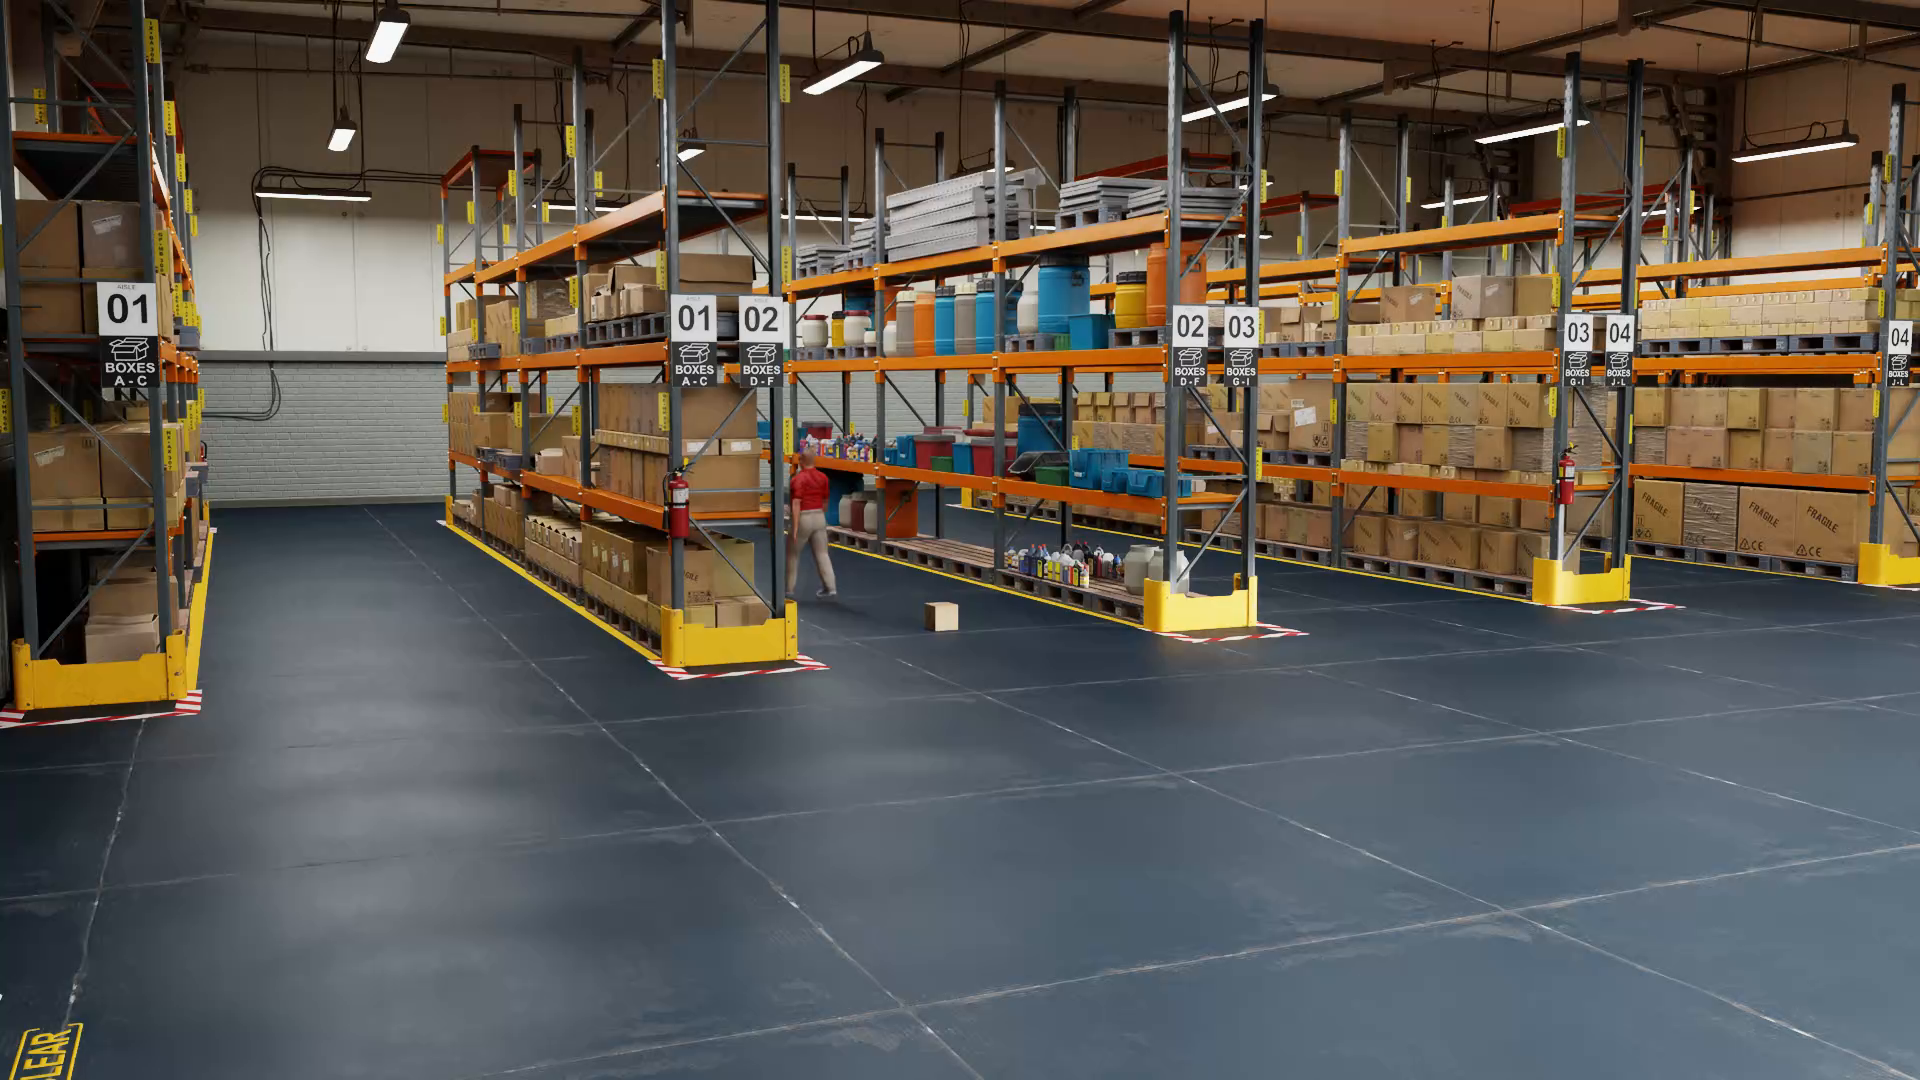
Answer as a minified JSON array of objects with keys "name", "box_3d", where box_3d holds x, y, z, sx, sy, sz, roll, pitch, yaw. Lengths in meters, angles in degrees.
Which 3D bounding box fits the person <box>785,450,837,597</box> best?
[{"name":"person","box_3d":[-1.746,-0.192,18.887,0.566,1.669,1.039,-4,6,-34]}]
